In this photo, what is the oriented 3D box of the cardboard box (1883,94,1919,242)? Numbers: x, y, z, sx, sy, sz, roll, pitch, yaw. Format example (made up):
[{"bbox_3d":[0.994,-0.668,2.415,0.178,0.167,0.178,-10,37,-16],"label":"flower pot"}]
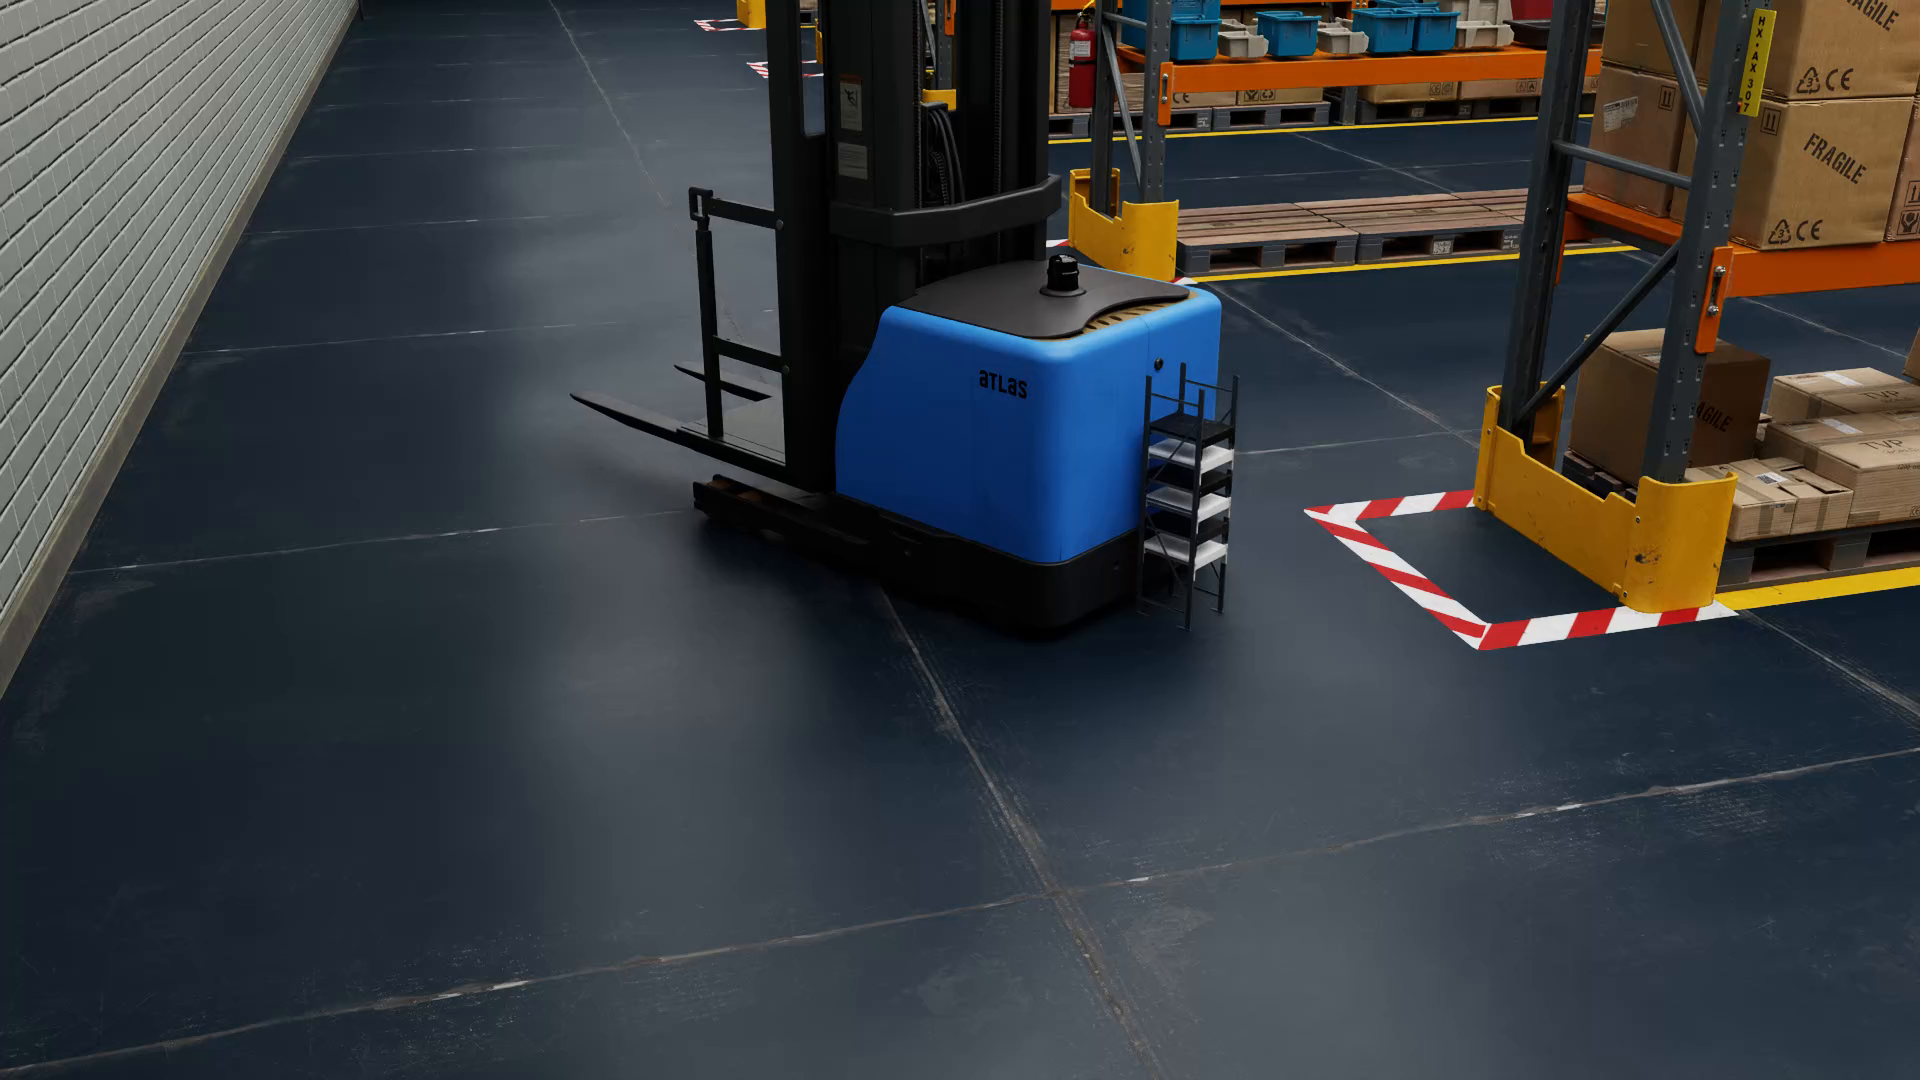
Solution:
[{"bbox_3d":[3.395,-1.387,5.969,0.500,0.500,0.500,-7,24,-15],"label":"cardboard box"}]

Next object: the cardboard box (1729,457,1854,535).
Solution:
[{"bbox_3d":[3.138,-0.177,6.313,0.250,0.166,0.380,-6,24,-14],"label":"cardboard box"}]

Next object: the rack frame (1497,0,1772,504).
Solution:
[{"bbox_3d":[2.402,-1.337,5.979,0.127,3.000,1.000,-6,24,-14],"label":"rack frame"}]

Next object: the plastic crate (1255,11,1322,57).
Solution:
[{"bbox_3d":[2.028,-3.140,10.317,0.300,0.233,0.416,-6,24,-14],"label":"plastic crate"}]

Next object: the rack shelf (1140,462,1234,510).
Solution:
[{"bbox_3d":[0.797,-0.201,5.852,0.258,0.077,0.200,20,30,38],"label":"rack shelf"}]

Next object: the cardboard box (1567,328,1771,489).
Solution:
[{"bbox_3d":[2.859,-0.541,6.738,0.500,0.500,0.500,-6,24,-14],"label":"cardboard box"}]

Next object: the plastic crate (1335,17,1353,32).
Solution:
[{"bbox_3d":[2.628,-3.382,11.005,0.250,0.136,0.298,-6,24,-14],"label":"plastic crate"}]

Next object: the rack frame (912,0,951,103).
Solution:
[{"bbox_3d":[-0.271,-5.098,14.745,0.127,3.000,1.000,-6,24,-14],"label":"rack frame"}]

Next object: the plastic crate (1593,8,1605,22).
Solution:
[{"bbox_3d":[4.432,-3.555,11.406,0.243,0.136,0.396,-6,24,-14],"label":"plastic crate"}]

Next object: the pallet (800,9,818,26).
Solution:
[{"bbox_3d":[-2.199,-7.694,24.331,1.213,0.211,1.003,-6,24,-14],"label":"pallet"}]

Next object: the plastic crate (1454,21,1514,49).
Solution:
[{"bbox_3d":[3.323,-3.250,10.697,0.466,0.136,0.293,-6,24,-14],"label":"plastic crate"}]

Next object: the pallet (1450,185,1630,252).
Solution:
[{"bbox_3d":[4.221,-2.269,11.688,1.213,0.211,1.003,-6,24,-14],"label":"pallet"}]

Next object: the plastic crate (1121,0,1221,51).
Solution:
[{"bbox_3d":[1.339,-3.368,10.592,0.499,0.435,0.616,-6,24,-14],"label":"plastic crate"}]

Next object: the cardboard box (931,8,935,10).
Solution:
[{"bbox_3d":[-0.190,-6.186,19.609,0.250,0.149,0.380,-8,24,-17],"label":"cardboard box"}]

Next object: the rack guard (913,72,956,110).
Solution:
[{"bbox_3d":[-0.294,-3.947,15.232,0.348,0.500,1.175,-6,24,-14],"label":"rack guard"}]

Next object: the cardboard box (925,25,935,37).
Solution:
[{"bbox_3d":[-0.449,-6.037,19.639,0.250,0.149,0.380,-6,24,-14],"label":"cardboard box"}]

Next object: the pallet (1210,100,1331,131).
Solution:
[{"bbox_3d":[2.827,-4.191,16.168,1.213,0.211,1.003,-6,24,-14],"label":"pallet"}]

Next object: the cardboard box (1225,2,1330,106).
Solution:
[{"bbox_3d":[2.924,-4.701,15.981,0.875,0.875,0.875,-6,24,-14],"label":"cardboard box"}]

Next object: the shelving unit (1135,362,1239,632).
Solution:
[{"bbox_3d":[0.797,-0.149,5.875,0.258,0.900,0.210,20,30,38],"label":"shelving unit"}]

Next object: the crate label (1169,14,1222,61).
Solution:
[{"bbox_3d":[1.394,-3.069,10.154,0.303,0.233,0.416,-6,24,-14],"label":"crate label"}]

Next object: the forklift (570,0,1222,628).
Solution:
[{"bbox_3d":[-0.460,-1.512,6.475,3.031,2.935,1.130,20,30,38],"label":"forklift"}]

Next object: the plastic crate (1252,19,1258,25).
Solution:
[{"bbox_3d":[2.086,-3.305,10.824,0.243,0.136,0.396,-6,24,-14],"label":"plastic crate"}]

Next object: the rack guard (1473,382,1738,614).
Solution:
[{"bbox_3d":[2.475,-0.196,6.490,0.348,0.500,1.175,-6,24,-14],"label":"rack guard"}]

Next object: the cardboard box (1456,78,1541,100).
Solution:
[{"bbox_3d":[5.052,-4.912,16.473,0.875,0.875,1.225,-7,24,-16],"label":"cardboard box"}]

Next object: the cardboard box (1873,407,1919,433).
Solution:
[{"bbox_3d":[3.965,-0.332,6.566,0.500,0.250,0.500,-6,24,-14],"label":"cardboard box"}]

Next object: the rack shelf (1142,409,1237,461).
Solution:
[{"bbox_3d":[0.797,-0.367,5.781,0.258,0.077,0.200,20,30,38],"label":"rack shelf"}]

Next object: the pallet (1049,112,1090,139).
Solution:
[{"bbox_3d":[0.478,-3.931,15.562,1.213,0.211,1.003,-6,24,-14],"label":"pallet"}]

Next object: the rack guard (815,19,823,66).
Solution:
[{"bbox_3d":[-1.440,-5.851,19.670,0.348,0.500,1.175,-6,24,-14],"label":"rack guard"}]

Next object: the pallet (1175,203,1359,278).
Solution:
[{"bbox_3d":[1.872,-2.009,11.083,1.213,0.211,1.003,-6,24,-14],"label":"pallet"}]

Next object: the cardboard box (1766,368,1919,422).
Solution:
[{"bbox_3d":[3.781,-0.516,6.996,0.500,0.250,0.500,-6,24,-14],"label":"cardboard box"}]

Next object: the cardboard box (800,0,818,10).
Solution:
[{"bbox_3d":[-2.339,-7.984,24.188,0.875,0.438,0.875,-7,24,-16],"label":"cardboard box"}]

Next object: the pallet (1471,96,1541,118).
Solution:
[{"bbox_3d":[5.480,-4.485,16.852,1.213,0.211,1.003,-6,24,-14],"label":"pallet"}]

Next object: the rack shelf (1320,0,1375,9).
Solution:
[{"bbox_3d":[5.506,-5.406,16.376,4.000,0.370,1.077,-6,24,-14],"label":"rack shelf"}]

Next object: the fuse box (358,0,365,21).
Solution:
[{"bbox_3d":[-8.797,-8.472,24.242,0.414,1.711,0.539,-6,24,-14],"label":"fuse box"}]

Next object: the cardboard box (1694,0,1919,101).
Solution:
[{"bbox_3d":[2.900,-1.789,5.639,0.500,0.500,0.500,-6,24,-13],"label":"cardboard box"}]

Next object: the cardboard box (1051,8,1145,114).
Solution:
[{"bbox_3d":[1.200,-4.510,15.537,0.875,0.875,0.875,-6,24,-14],"label":"cardboard box"}]

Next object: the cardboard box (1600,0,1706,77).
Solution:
[{"bbox_3d":[2.756,-1.994,6.116,0.500,0.500,0.500,-7,24,-15],"label":"cardboard box"}]

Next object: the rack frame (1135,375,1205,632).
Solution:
[{"bbox_3d":[0.729,-0.120,5.806,0.240,0.900,0.006,20,30,38],"label":"rack frame"}]

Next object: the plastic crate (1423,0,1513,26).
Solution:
[{"bbox_3d":[3.399,-3.524,11.151,0.530,0.282,0.437,-6,24,-14],"label":"plastic crate"}]

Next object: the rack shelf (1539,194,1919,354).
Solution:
[{"bbox_3d":[4.327,-1.219,6.617,4.000,0.370,1.077,-6,24,-14],"label":"rack shelf"}]

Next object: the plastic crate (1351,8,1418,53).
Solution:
[{"bbox_3d":[2.662,-3.210,10.480,0.300,0.233,0.416,-6,24,-14],"label":"plastic crate"}]

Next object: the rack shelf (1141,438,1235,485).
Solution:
[{"bbox_3d":[0.797,-0.284,5.817,0.258,0.077,0.200,20,30,38],"label":"rack shelf"}]
